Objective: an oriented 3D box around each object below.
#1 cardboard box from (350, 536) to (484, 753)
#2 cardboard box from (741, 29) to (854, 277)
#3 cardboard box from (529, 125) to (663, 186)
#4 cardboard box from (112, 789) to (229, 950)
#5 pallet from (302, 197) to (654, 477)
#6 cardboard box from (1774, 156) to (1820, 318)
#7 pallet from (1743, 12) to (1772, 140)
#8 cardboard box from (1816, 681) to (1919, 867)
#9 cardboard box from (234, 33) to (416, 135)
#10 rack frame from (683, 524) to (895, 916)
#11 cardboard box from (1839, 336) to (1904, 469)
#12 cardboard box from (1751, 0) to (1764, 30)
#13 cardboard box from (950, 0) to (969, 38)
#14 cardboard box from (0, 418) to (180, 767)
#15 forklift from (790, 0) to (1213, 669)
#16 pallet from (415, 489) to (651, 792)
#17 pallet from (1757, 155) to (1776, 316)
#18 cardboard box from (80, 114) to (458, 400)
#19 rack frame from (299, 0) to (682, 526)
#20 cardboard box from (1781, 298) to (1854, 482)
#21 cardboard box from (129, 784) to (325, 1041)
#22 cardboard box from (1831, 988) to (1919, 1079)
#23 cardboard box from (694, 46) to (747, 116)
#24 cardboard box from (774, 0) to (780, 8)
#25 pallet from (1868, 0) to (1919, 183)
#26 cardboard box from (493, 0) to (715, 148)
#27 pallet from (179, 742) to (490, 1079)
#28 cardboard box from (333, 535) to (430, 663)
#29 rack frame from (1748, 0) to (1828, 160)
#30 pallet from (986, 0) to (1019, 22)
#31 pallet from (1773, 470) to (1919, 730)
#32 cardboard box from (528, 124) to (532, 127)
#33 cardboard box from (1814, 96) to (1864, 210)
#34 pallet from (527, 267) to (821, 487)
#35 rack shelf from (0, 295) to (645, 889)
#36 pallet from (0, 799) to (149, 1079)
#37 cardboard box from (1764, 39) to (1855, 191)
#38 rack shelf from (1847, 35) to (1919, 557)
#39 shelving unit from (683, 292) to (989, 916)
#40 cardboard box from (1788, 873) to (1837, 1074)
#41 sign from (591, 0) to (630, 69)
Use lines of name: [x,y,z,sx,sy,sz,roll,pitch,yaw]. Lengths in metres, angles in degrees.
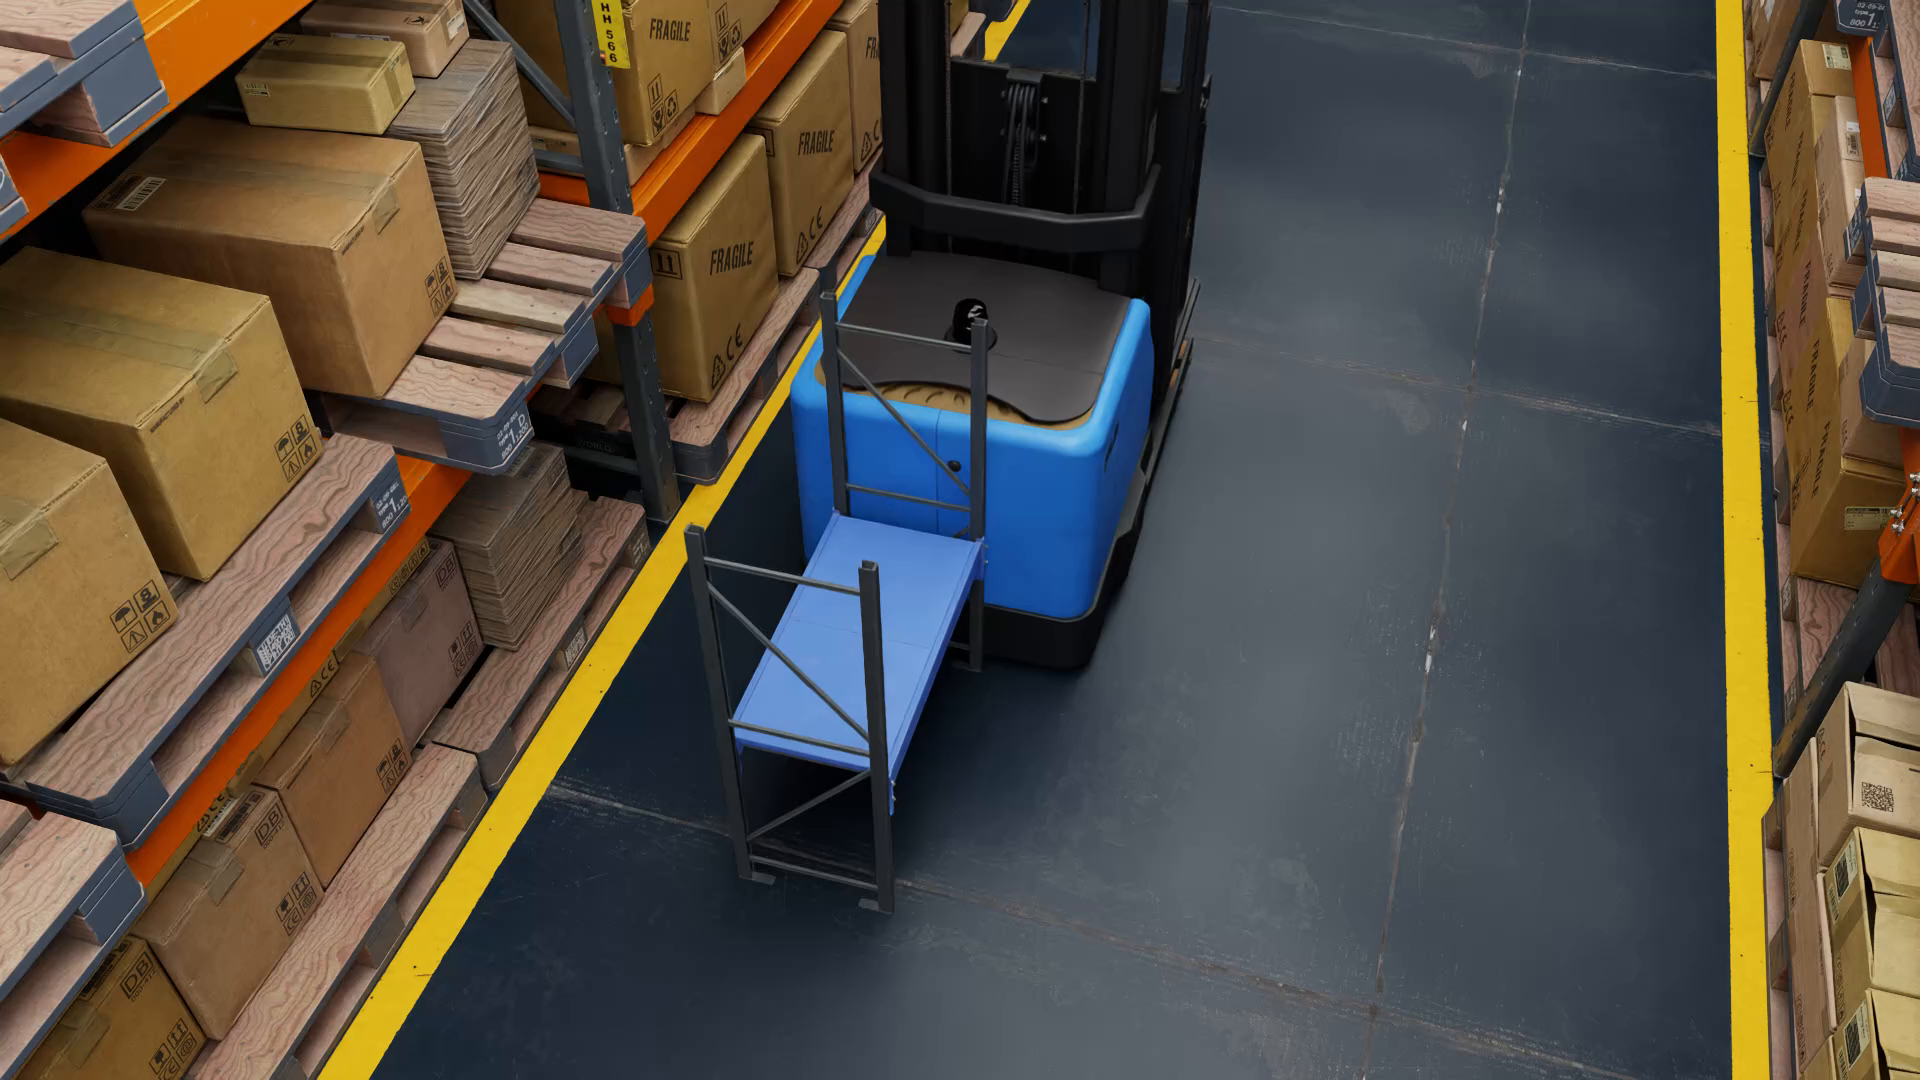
cardboard box: [-1.998,0.274,5.298,0.700,0.500,0.500,12,46,12]
cardboard box: [-0.944,-1.698,7.078,0.750,0.750,0.750,12,46,12]
cardboard box: [-1.243,-1.359,5.660,0.380,0.149,0.250,12,46,12]
cardboard box: [-2.283,0.727,4.299,0.500,0.250,0.500,11,46,11]
pallet: [-1.678,-0.706,4.963,1.213,0.211,1.003,13,46,13]
cardboard box: [3.682,-1.195,6.799,0.500,0.500,0.500,13,46,13]
pallet: [4.579,-2.352,8.503,1.003,0.211,1.213,13,46,13]
cardboard box: [2.720,0.694,4.661,0.500,0.311,0.500,14,46,14]
cardboard box: [-1.722,-1.243,4.525,0.380,0.149,0.250,6,45,6]
rack frame: [-0.443,0.553,4.612,0.500,1.500,0.032,11,46,11]
cardboard box: [3.232,-0.468,5.520,0.500,0.250,0.500,14,46,14]
cardboard box: [4.329,-2.732,8.621,0.380,0.149,0.250,13,46,13]
cardboard box: [-0.425,-2.859,8.264,0.750,0.750,0.750,13,46,13]
cardboard box: [-2.242,0.053,3.665,0.700,0.500,0.500,19,47,18]
forklift: [0.341,-1.655,5.846,1.130,2.935,3.031,11,46,11]
pallet: [-1.801,0.246,5.848,1.003,0.211,1.213,13,46,13]
pallet: [4.160,-1.344,7.473,1.003,0.211,1.213,13,46,13]
cardboard box: [-1.839,-0.771,4.507,0.700,0.500,0.500,9,45,9]
rack frame: [-1.563,-1.272,5.405,1.000,3.000,0.127,13,46,13]
cardboard box: [3.376,-0.507,6.096,0.500,0.500,0.500,11,45,11]
cardboard box: [-2.266,0.950,4.607,0.700,0.500,0.500,13,46,13]
cardboard box: [2.413,1.386,3.954,0.500,0.311,0.500,11,46,11]
cardboard box: [-0.997,-1.685,5.992,0.380,0.149,0.250,14,46,14]
cardboard box: [-0.853,-2.368,6.227,0.500,0.500,0.500,12,46,12]
pallet: [3.743,-1.454,5.728,1.003,0.211,1.213,13,46,13]
cardboard box: [-1.172,-1.690,5.534,0.500,0.500,0.500,14,46,14]
pallet: [-2.173,1.056,5.020,1.003,0.211,1.213,13,46,13]
cardboard box: [-1.964,0.054,4.987,0.500,0.250,0.500,13,46,13]
rack frame: [4.370,-2.891,7.060,1.000,3.000,0.127,13,46,13]
pallet: [-0.047,-3.432,9.606,1.003,0.211,1.213,13,46,13]
pallet: [3.421,0.282,5.811,1.003,0.211,1.213,13,46,13]
cardboard box: [-1.709,-1.460,5.763,0.380,0.149,0.250,13,46,13]
cardboard box: [3.689,-1.486,6.560,0.500,0.250,0.500,13,46,13]
pallet: [-1.253,-0.785,6.901,1.003,0.211,1.213,13,46,13]
rack shelf: [-2.169,0.319,4.294,1.077,0.370,4.000,13,46,13]
pallet: [-2.404,0.985,3.236,1.003,0.211,1.213,13,46,13]
cardboard box: [3.992,-1.884,7.503,0.500,0.500,0.500,11,45,11]
rack shelf: [3.765,-1.301,5.949,1.077,0.370,4.000,13,46,13]
shelving unit: [-0.303,0.211,4.962,0.538,1.500,1.048,11,46,11]
cardboard box: [2.569,1.230,4.514,0.500,0.250,0.500,11,46,11]
sign: [-1.043,-1.549,4.917,0.100,0.325,0.005,13,46,13]
